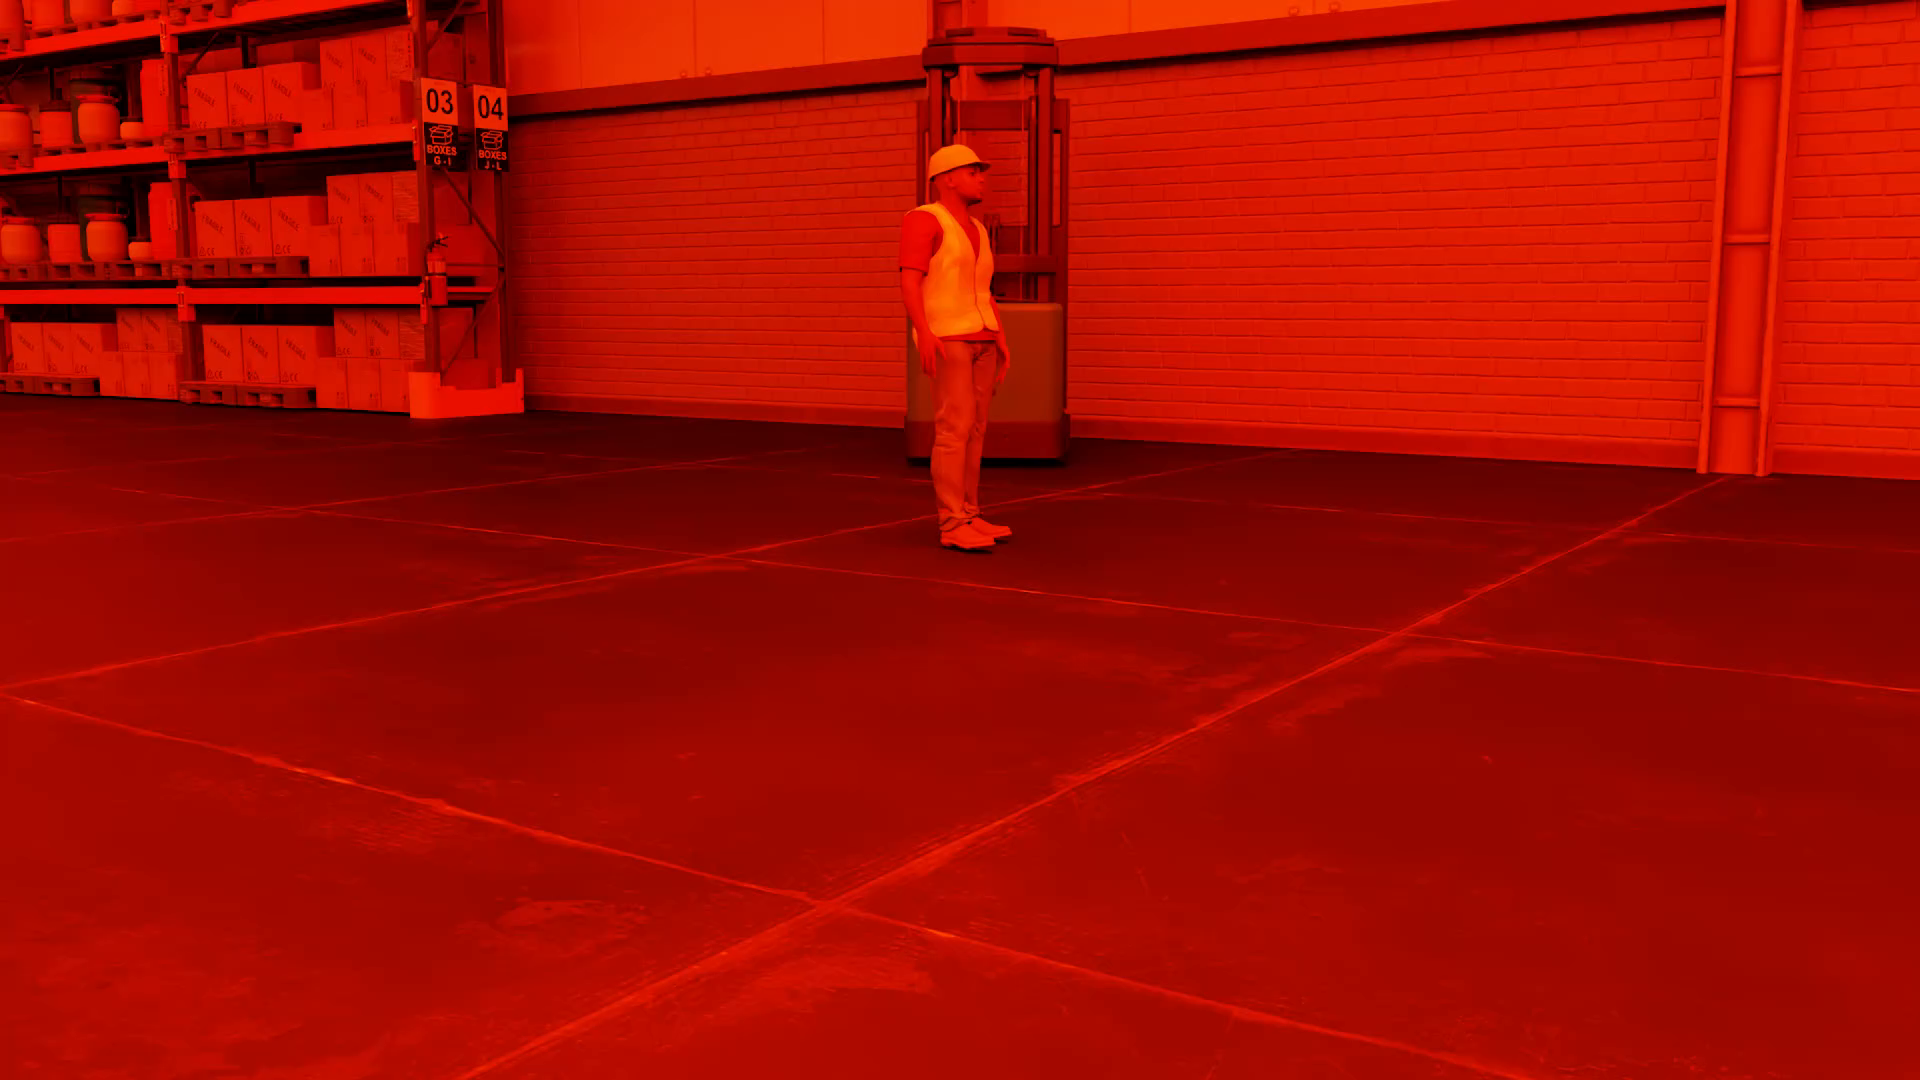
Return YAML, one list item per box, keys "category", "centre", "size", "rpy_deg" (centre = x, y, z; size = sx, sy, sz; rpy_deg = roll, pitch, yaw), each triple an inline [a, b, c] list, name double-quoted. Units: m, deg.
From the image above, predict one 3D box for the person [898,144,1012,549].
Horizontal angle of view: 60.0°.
- category: "person"
  centre: [0.055, -0.876, 7.435]
  size: [0.575, 1.768, 0.665]
  rpy_deg: [5, 10, 34]

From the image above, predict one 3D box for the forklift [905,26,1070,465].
- category: "forklift"
  centre: [0.249, -2.127, 12.147]
  size: [1.130, 2.935, 3.031]
  rpy_deg: [1, 8, 4]
